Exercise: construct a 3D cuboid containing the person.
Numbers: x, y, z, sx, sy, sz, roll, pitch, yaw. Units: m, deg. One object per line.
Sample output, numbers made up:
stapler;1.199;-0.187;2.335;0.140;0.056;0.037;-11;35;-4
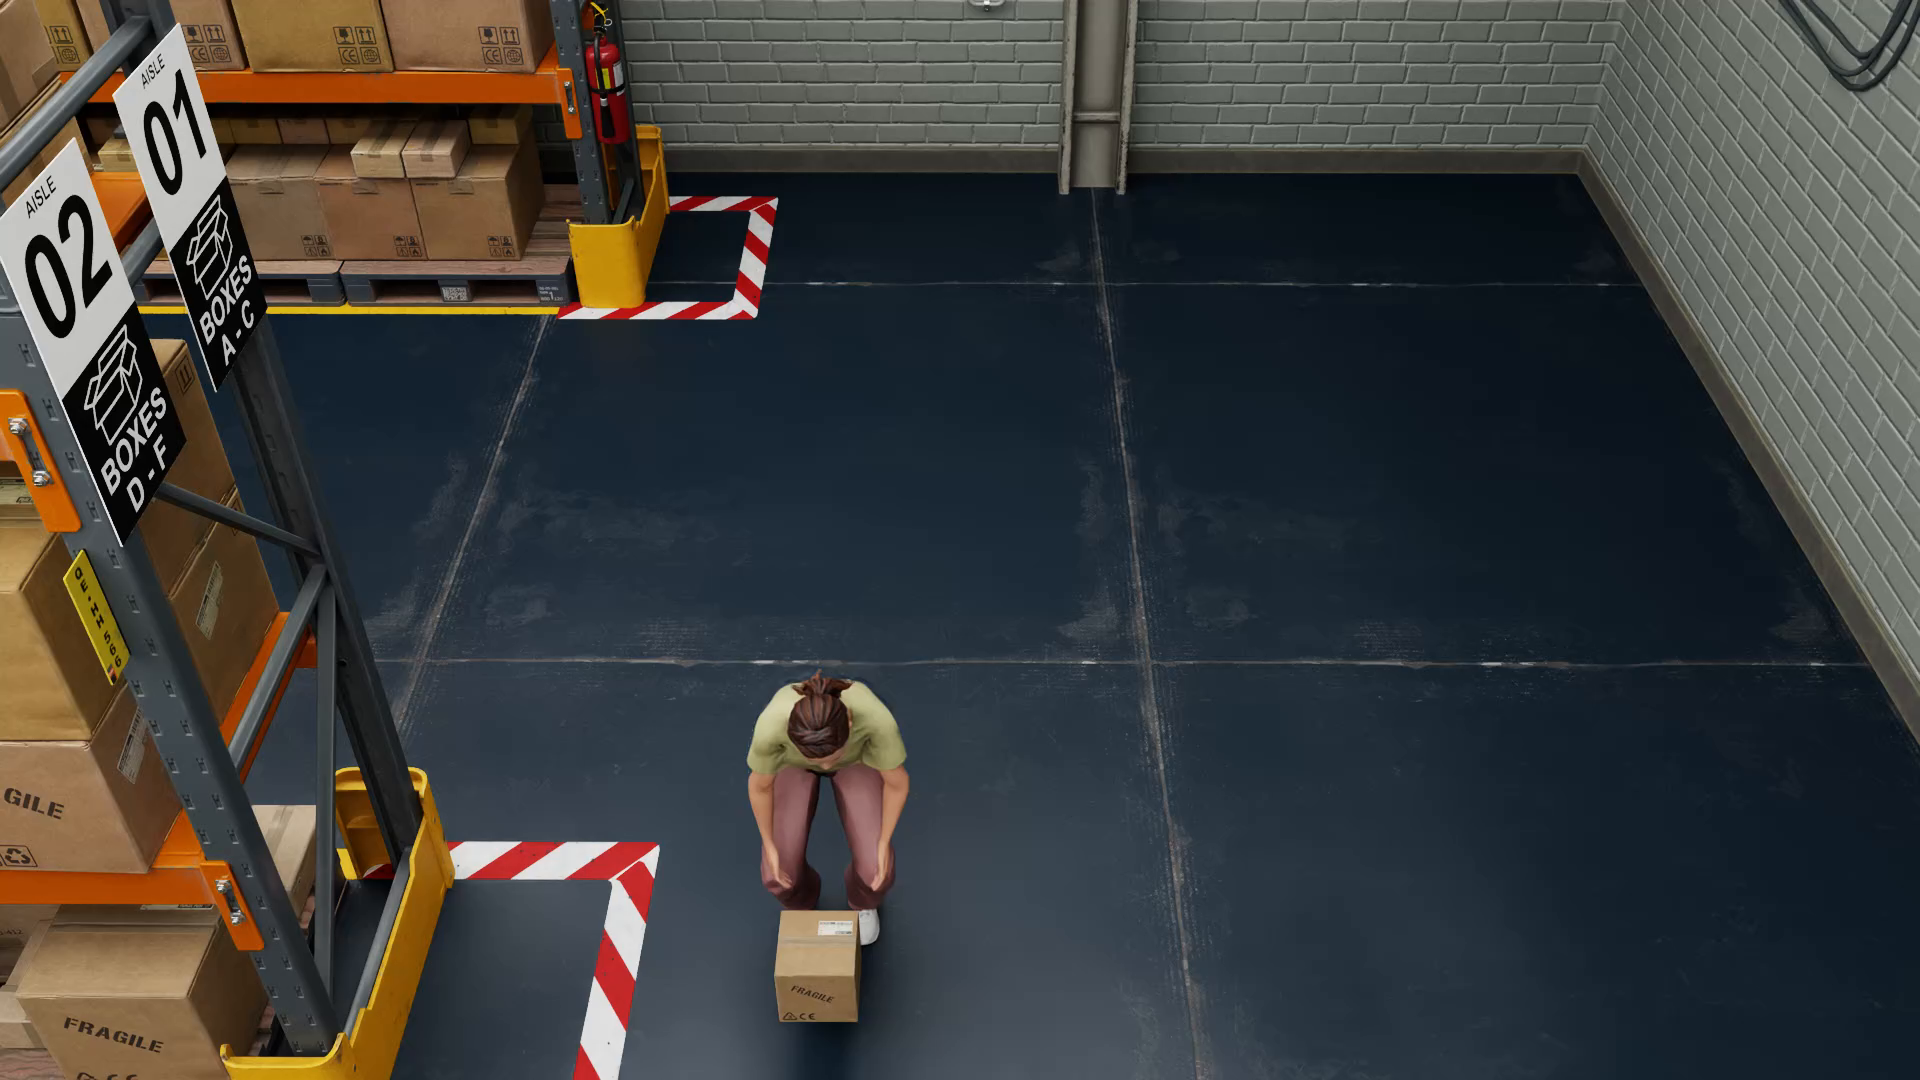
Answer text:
person;-0.415;0.840;5.417;0.511;1.335;0.665;0;40;0
